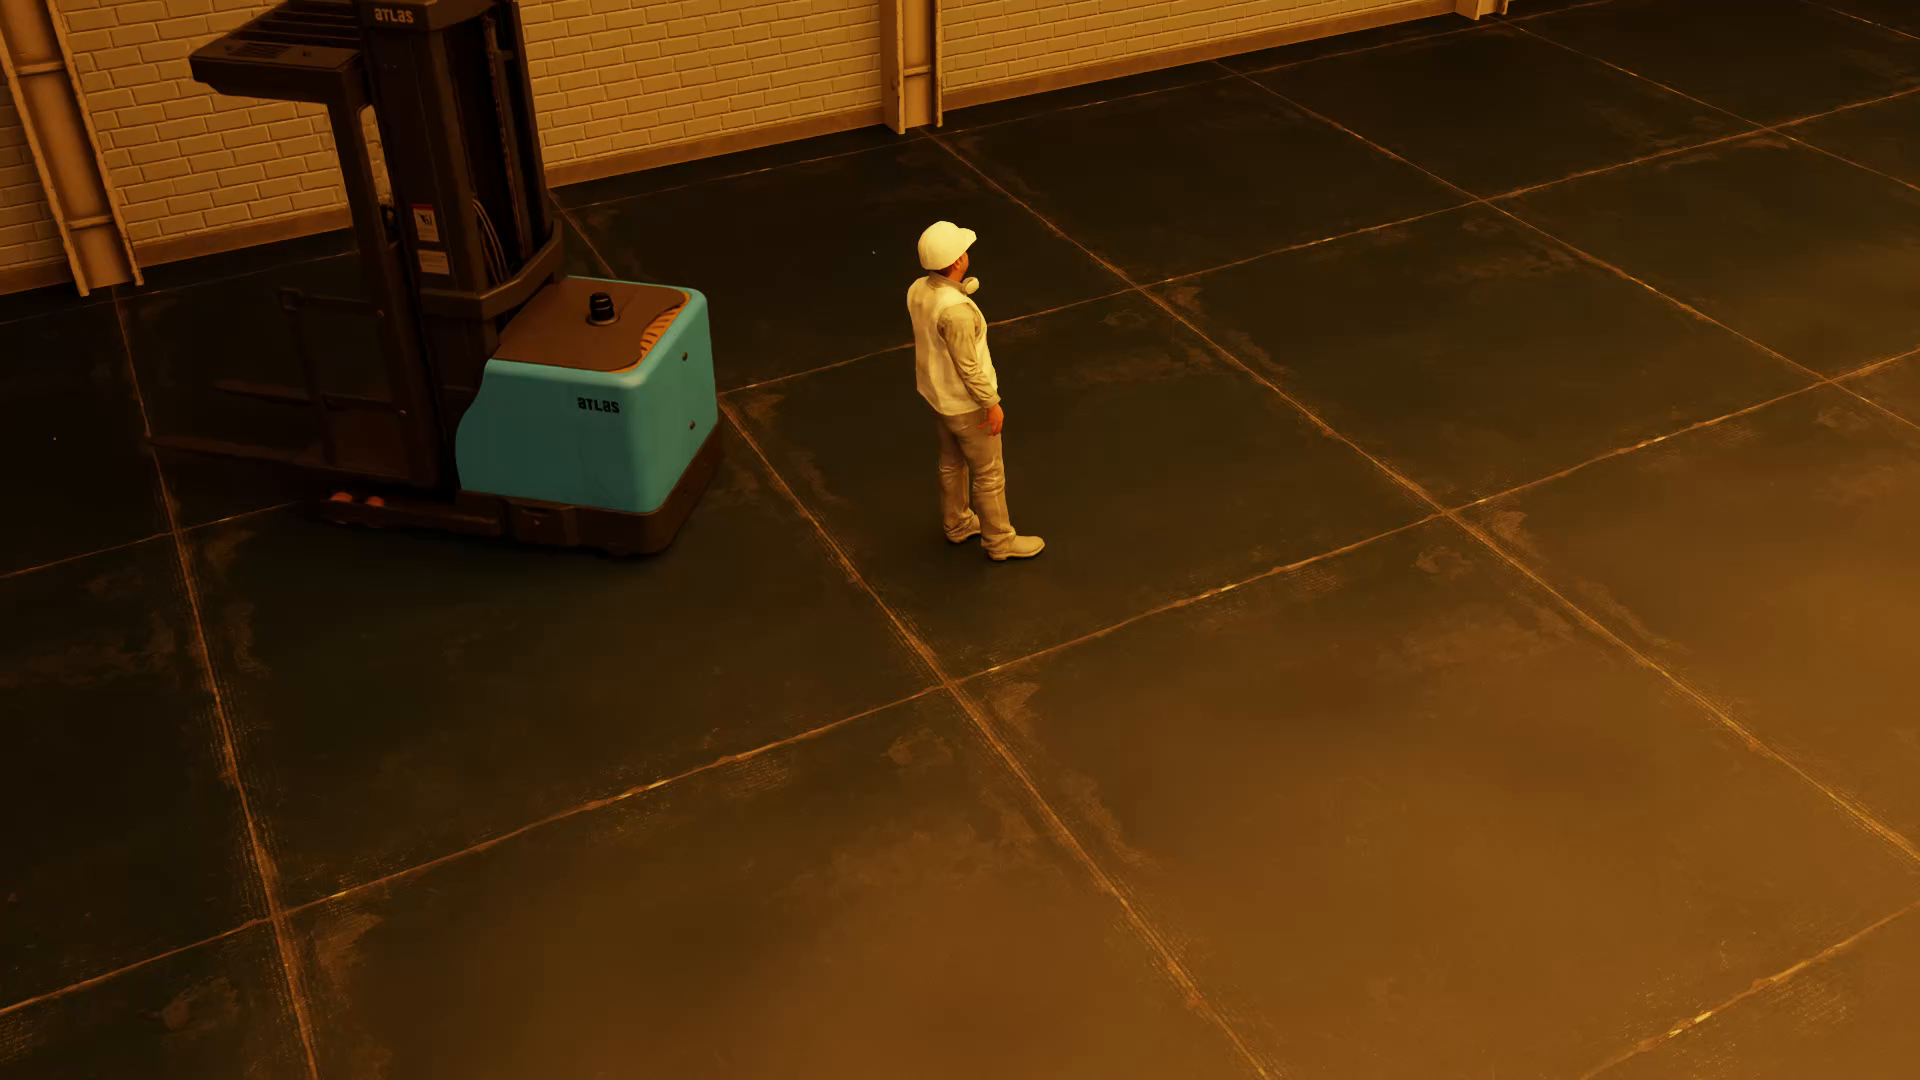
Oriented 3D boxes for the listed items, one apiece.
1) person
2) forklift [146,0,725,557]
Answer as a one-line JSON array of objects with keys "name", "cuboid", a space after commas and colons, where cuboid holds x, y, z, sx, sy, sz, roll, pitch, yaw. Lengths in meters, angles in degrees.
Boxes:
[{"name": "person", "cuboid": [0.058, -0.743, 8.164, 0.568, 1.773, 0.632, -17, 39, -23]}, {"name": "forklift", "cuboid": [-2.874, -1.545, 8.309, 3.031, 2.935, 1.130, 7, 36, 10]}]
